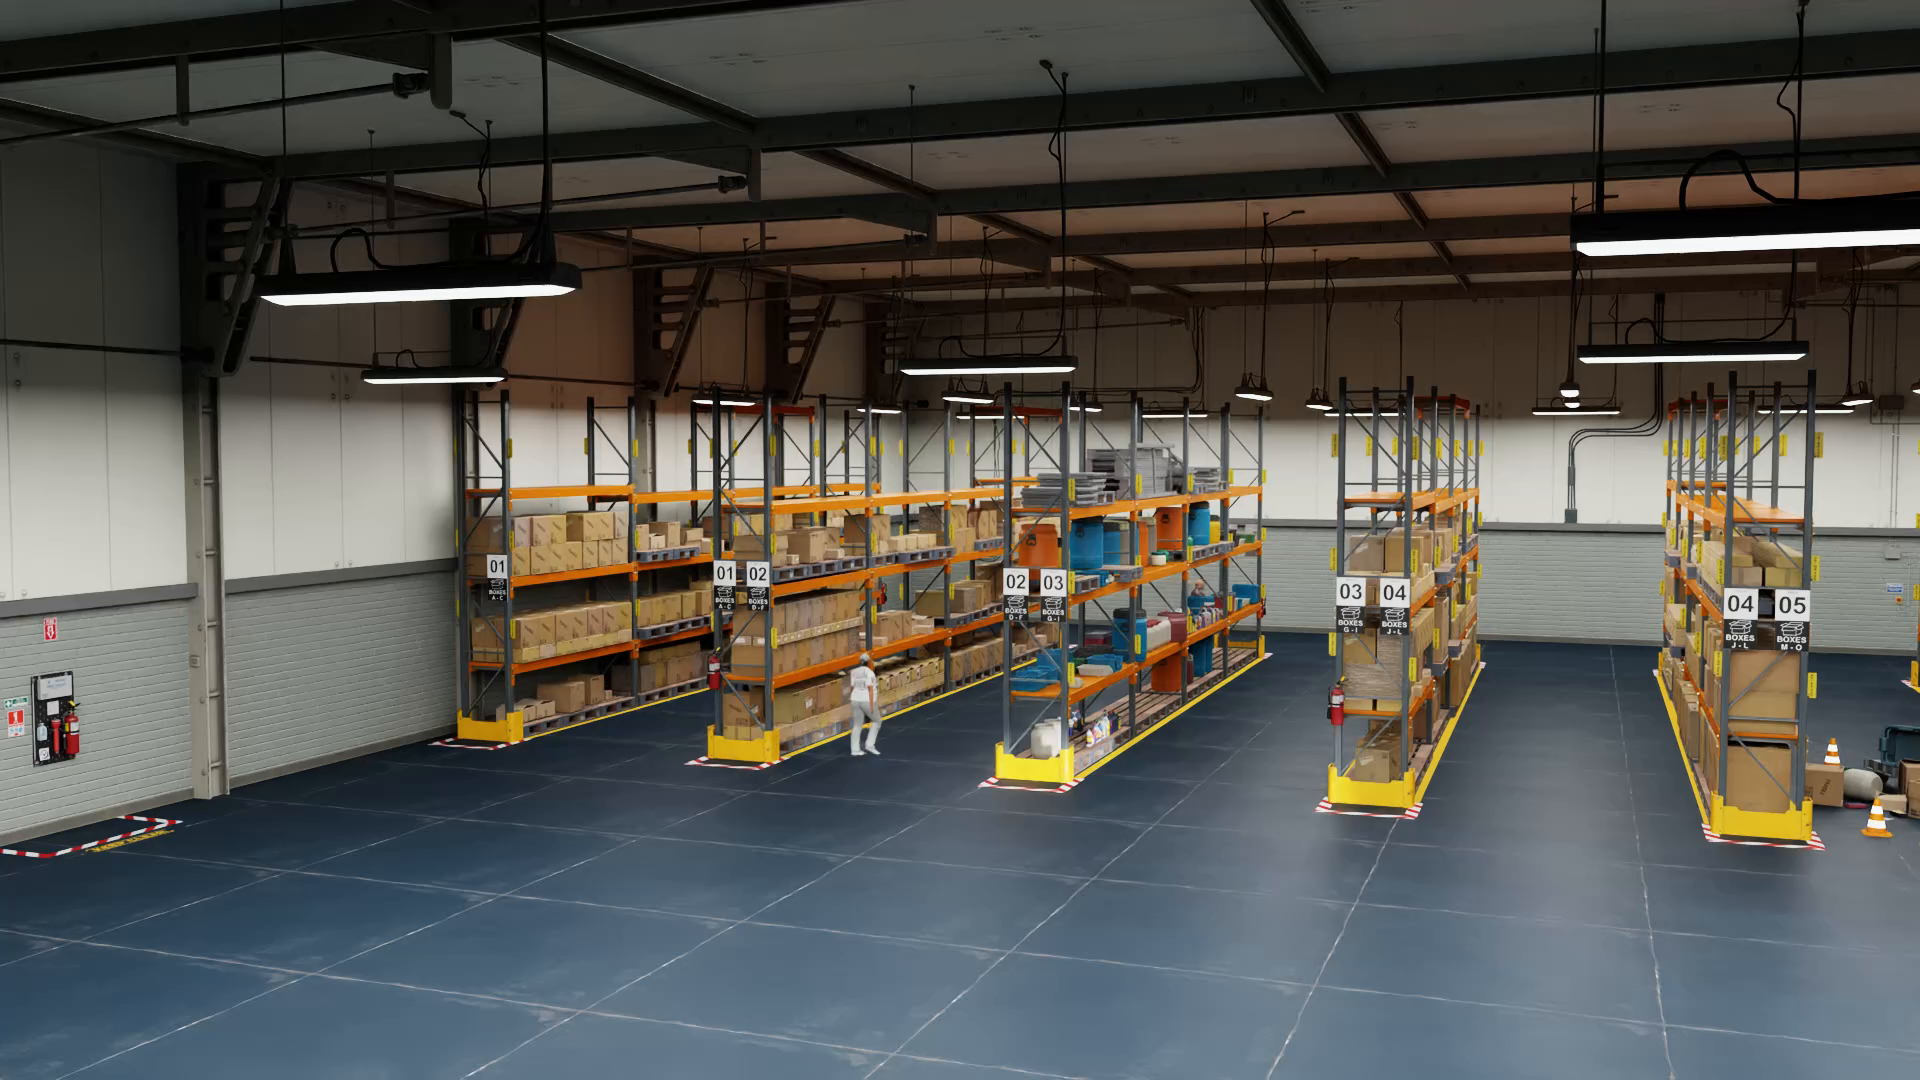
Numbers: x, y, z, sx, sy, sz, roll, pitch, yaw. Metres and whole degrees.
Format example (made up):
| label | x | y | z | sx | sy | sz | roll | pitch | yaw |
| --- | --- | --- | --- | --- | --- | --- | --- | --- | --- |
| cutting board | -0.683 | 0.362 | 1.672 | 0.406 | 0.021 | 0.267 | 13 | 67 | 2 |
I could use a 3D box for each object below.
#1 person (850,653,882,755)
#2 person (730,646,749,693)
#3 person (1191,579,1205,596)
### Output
| label | x | y | z | sx | sy | sz | roll | pitch | yaw |
| --- | --- | --- | --- | --- | --- | --- | --- | --- | --- |
| person | -1.585 | 2.689 | 27.119 | 0.514 | 1.669 | 0.517 | 2 | 4 | 33 |
| person | -4.143 | 2.483 | 31.280 | 0.437 | 1.546 | 0.967 | 0 | 3 | -2 |
| person | 5.882 | 1.847 | 41.261 | 0.767 | 1.749 | 0.656 | 0 | 3 | 0 |
